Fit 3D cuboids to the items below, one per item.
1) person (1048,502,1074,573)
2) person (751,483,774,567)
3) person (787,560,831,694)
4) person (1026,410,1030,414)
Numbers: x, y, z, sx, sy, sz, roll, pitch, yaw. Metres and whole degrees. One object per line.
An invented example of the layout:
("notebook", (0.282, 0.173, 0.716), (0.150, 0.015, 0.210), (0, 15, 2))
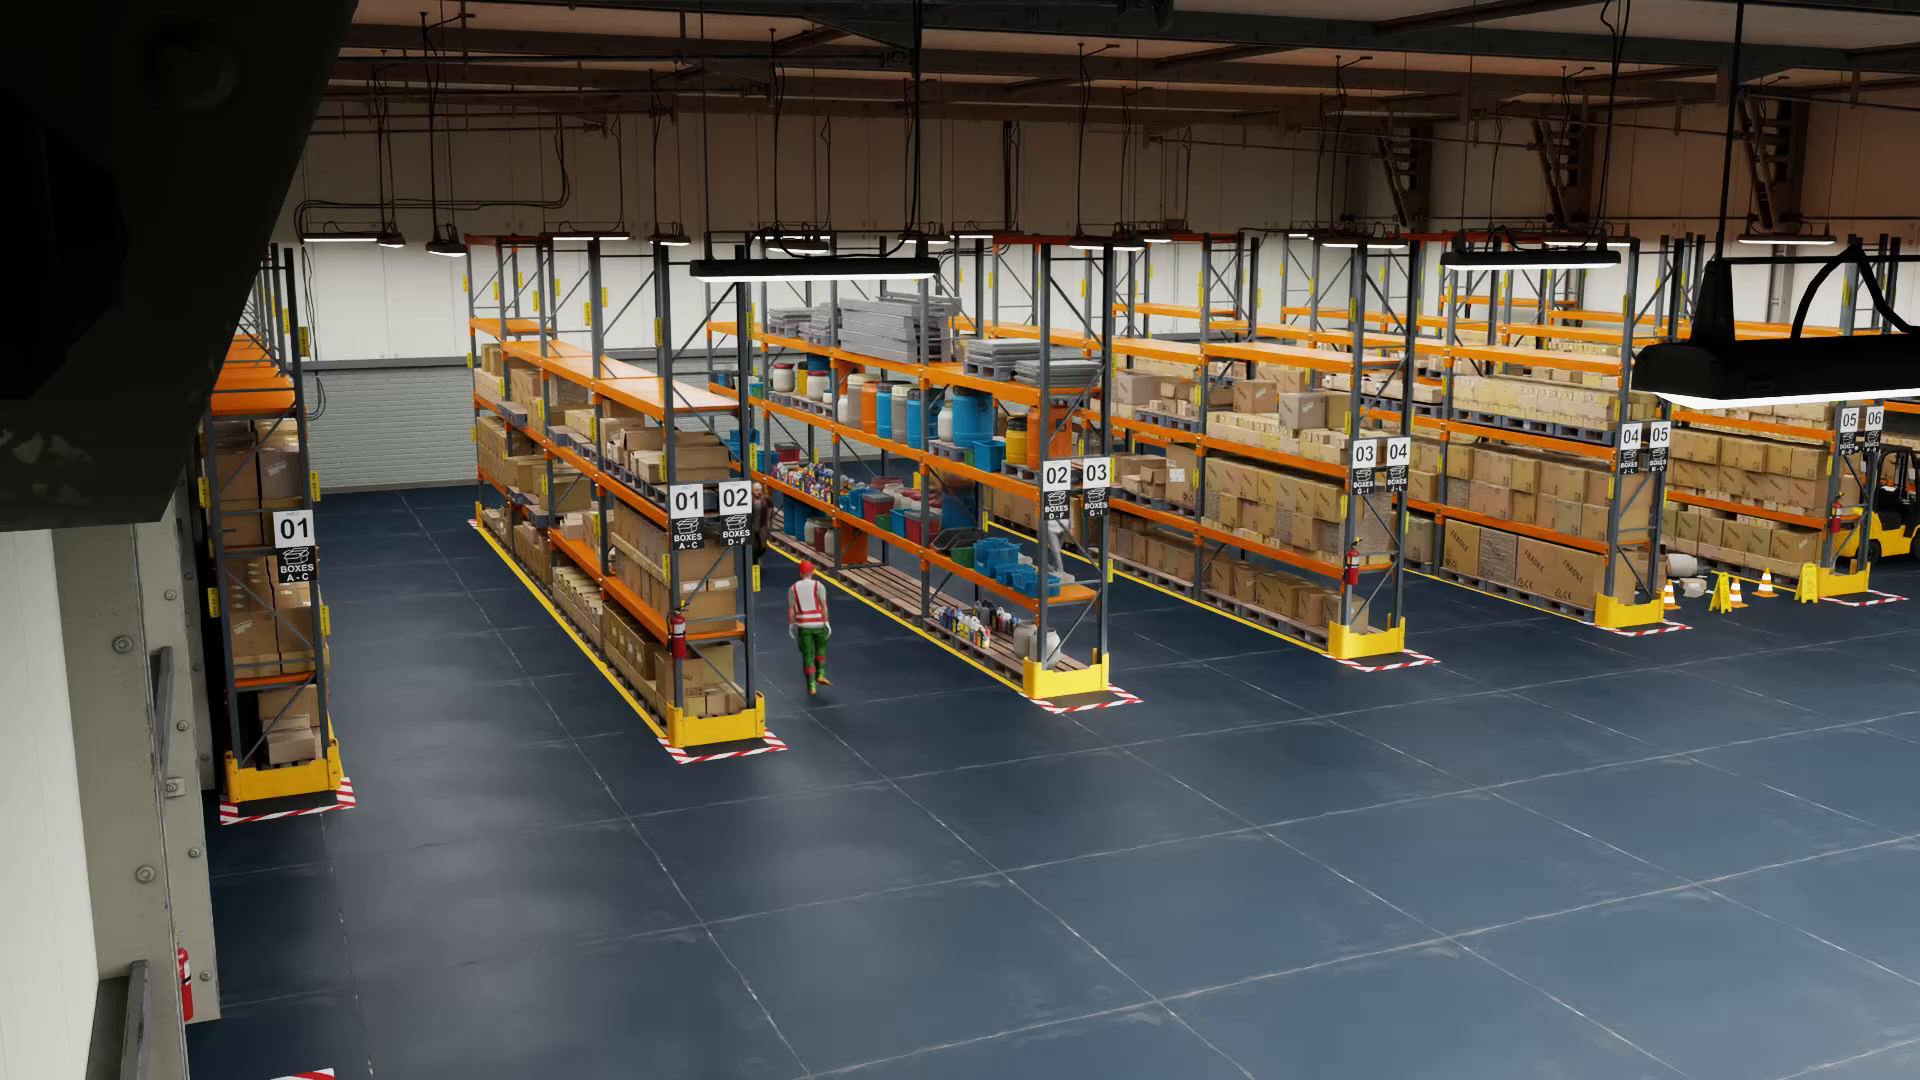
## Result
("person", (1.765, -0.183, 29.440), (0.527, 1.707, 1.081), (-6, 13, -29))
("person", (-3.684, -0.226, 29.930), (0.725, 1.680, 0.673), (-3, 11, -15))
("person", (-2.037, 1.158, 22.420), (0.559, 1.768, 0.507), (-2, 11, -10))
("person", (1.959, -2.761, 42.833), (0.585, 1.662, 1.005), (-1, 11, -8))
